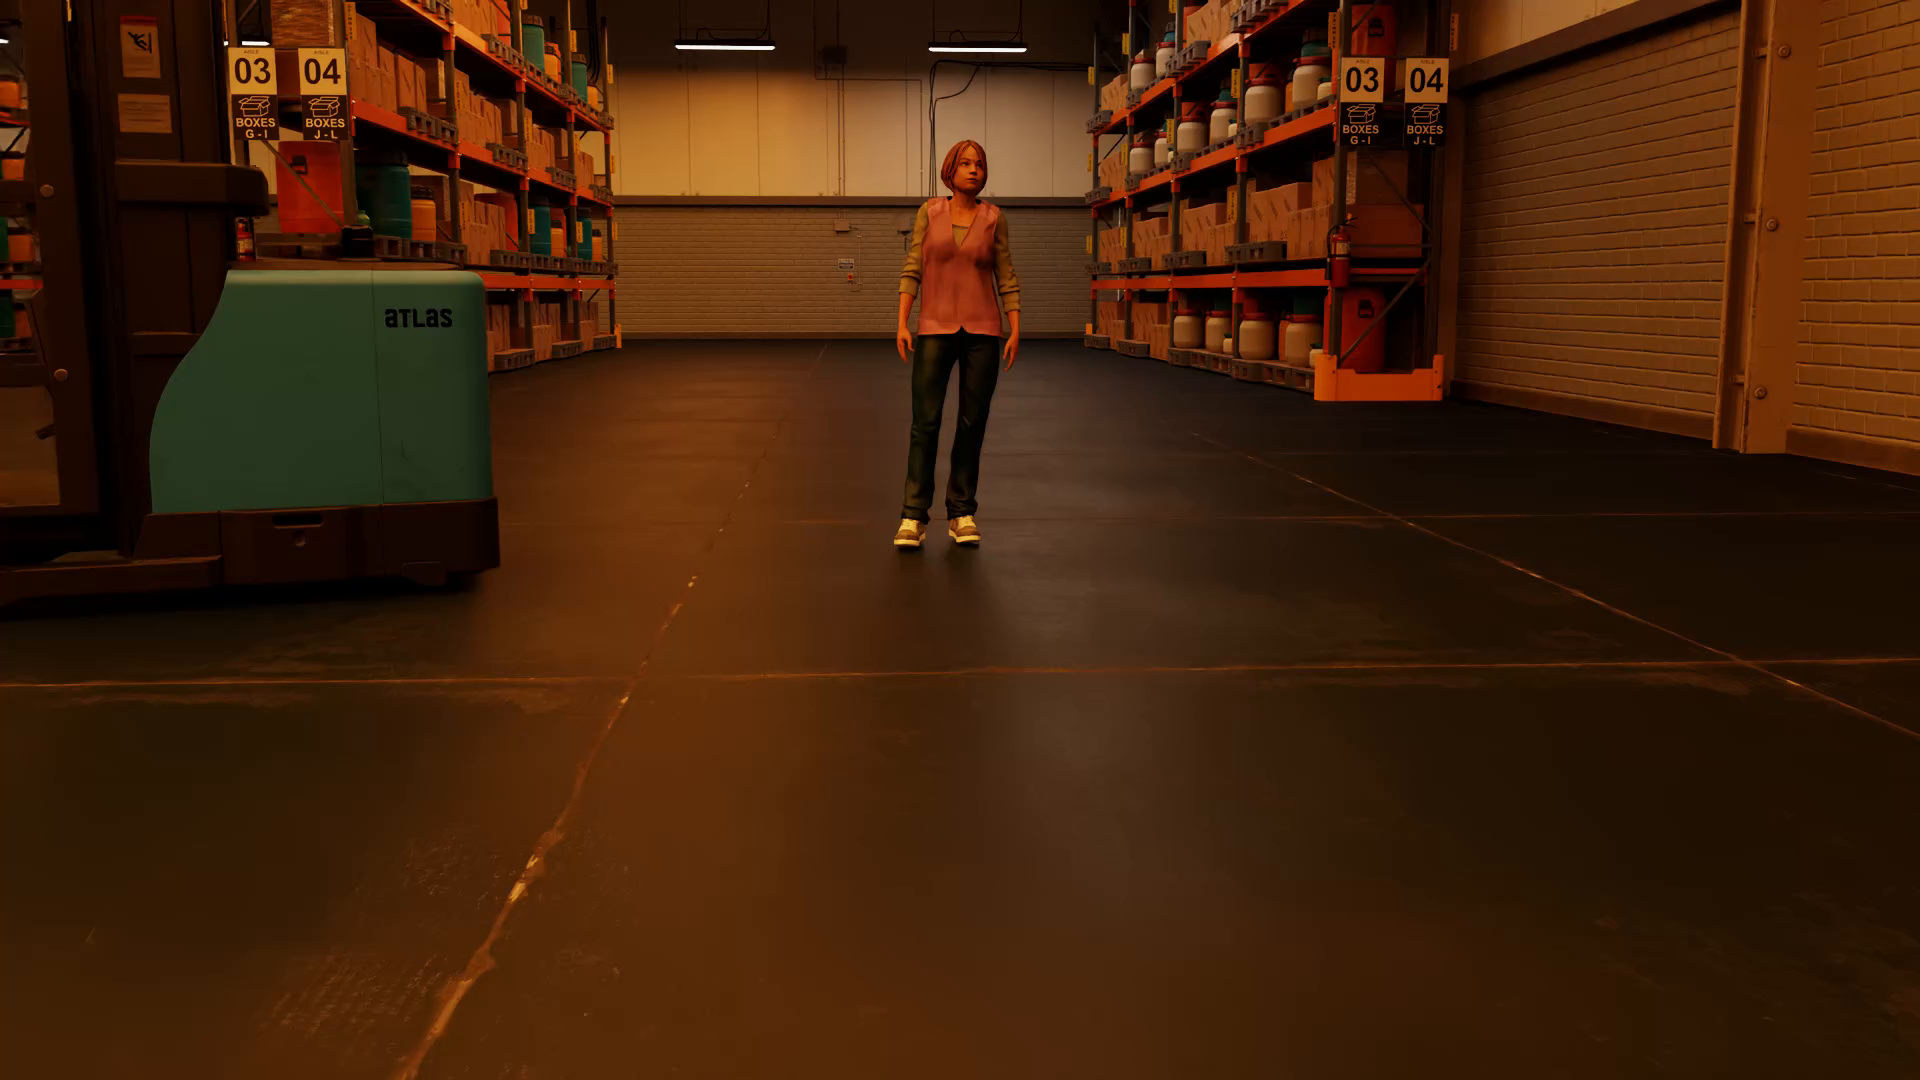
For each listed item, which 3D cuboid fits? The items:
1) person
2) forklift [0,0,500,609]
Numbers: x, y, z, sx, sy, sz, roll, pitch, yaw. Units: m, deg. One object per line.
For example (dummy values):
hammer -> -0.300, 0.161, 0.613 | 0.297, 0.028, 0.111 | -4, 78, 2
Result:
person -> -0.010, -0.786, 6.617 | 0.520, 1.599, 0.473 | -1, 8, -4
forklift -> -3.154, -1.272, 5.394 | 3.031, 2.935, 1.130 | -3, 9, -21
